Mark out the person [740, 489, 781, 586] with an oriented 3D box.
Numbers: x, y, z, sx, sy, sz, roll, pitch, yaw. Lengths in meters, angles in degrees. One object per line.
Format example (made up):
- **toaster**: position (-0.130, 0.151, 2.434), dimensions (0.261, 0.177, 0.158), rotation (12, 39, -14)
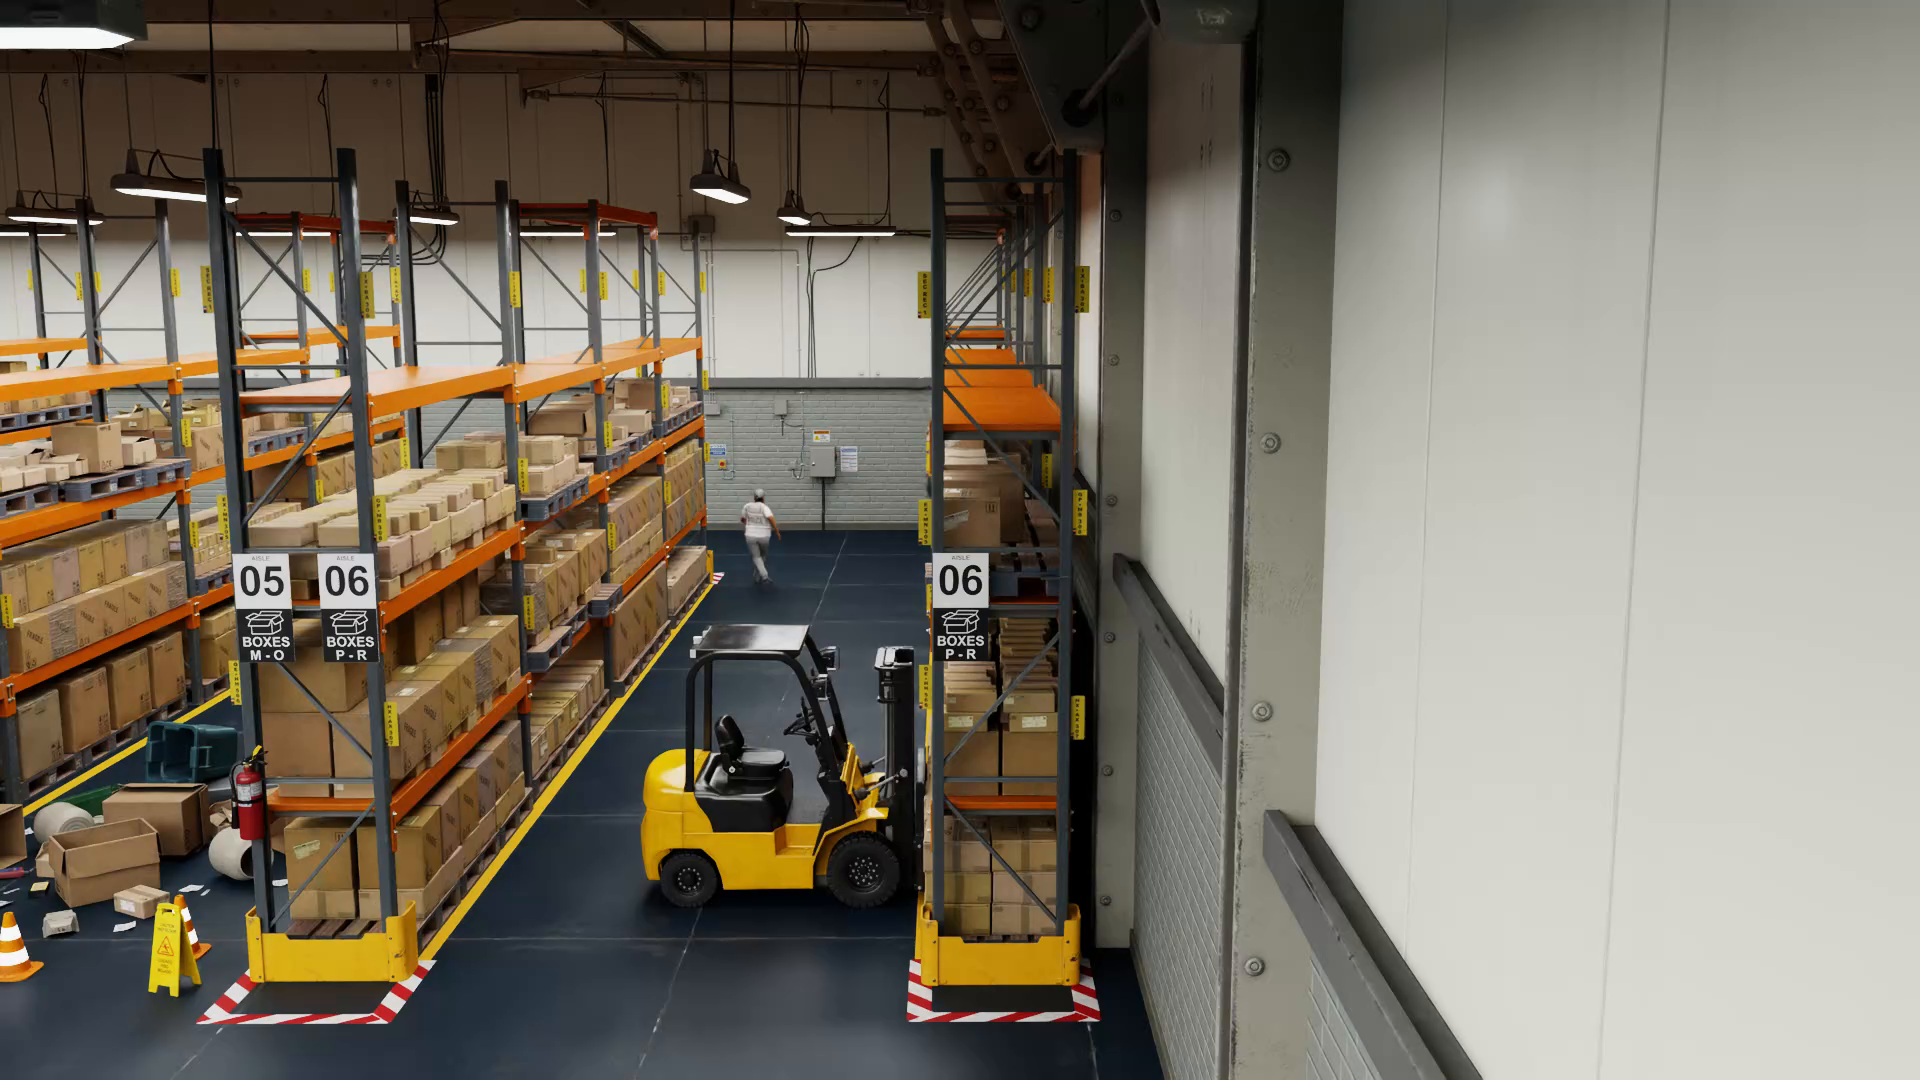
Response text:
- **person**: position (-3.288, -0.009, 27.432), dimensions (0.677, 1.688, 0.791), rotation (0, 9, -3)
